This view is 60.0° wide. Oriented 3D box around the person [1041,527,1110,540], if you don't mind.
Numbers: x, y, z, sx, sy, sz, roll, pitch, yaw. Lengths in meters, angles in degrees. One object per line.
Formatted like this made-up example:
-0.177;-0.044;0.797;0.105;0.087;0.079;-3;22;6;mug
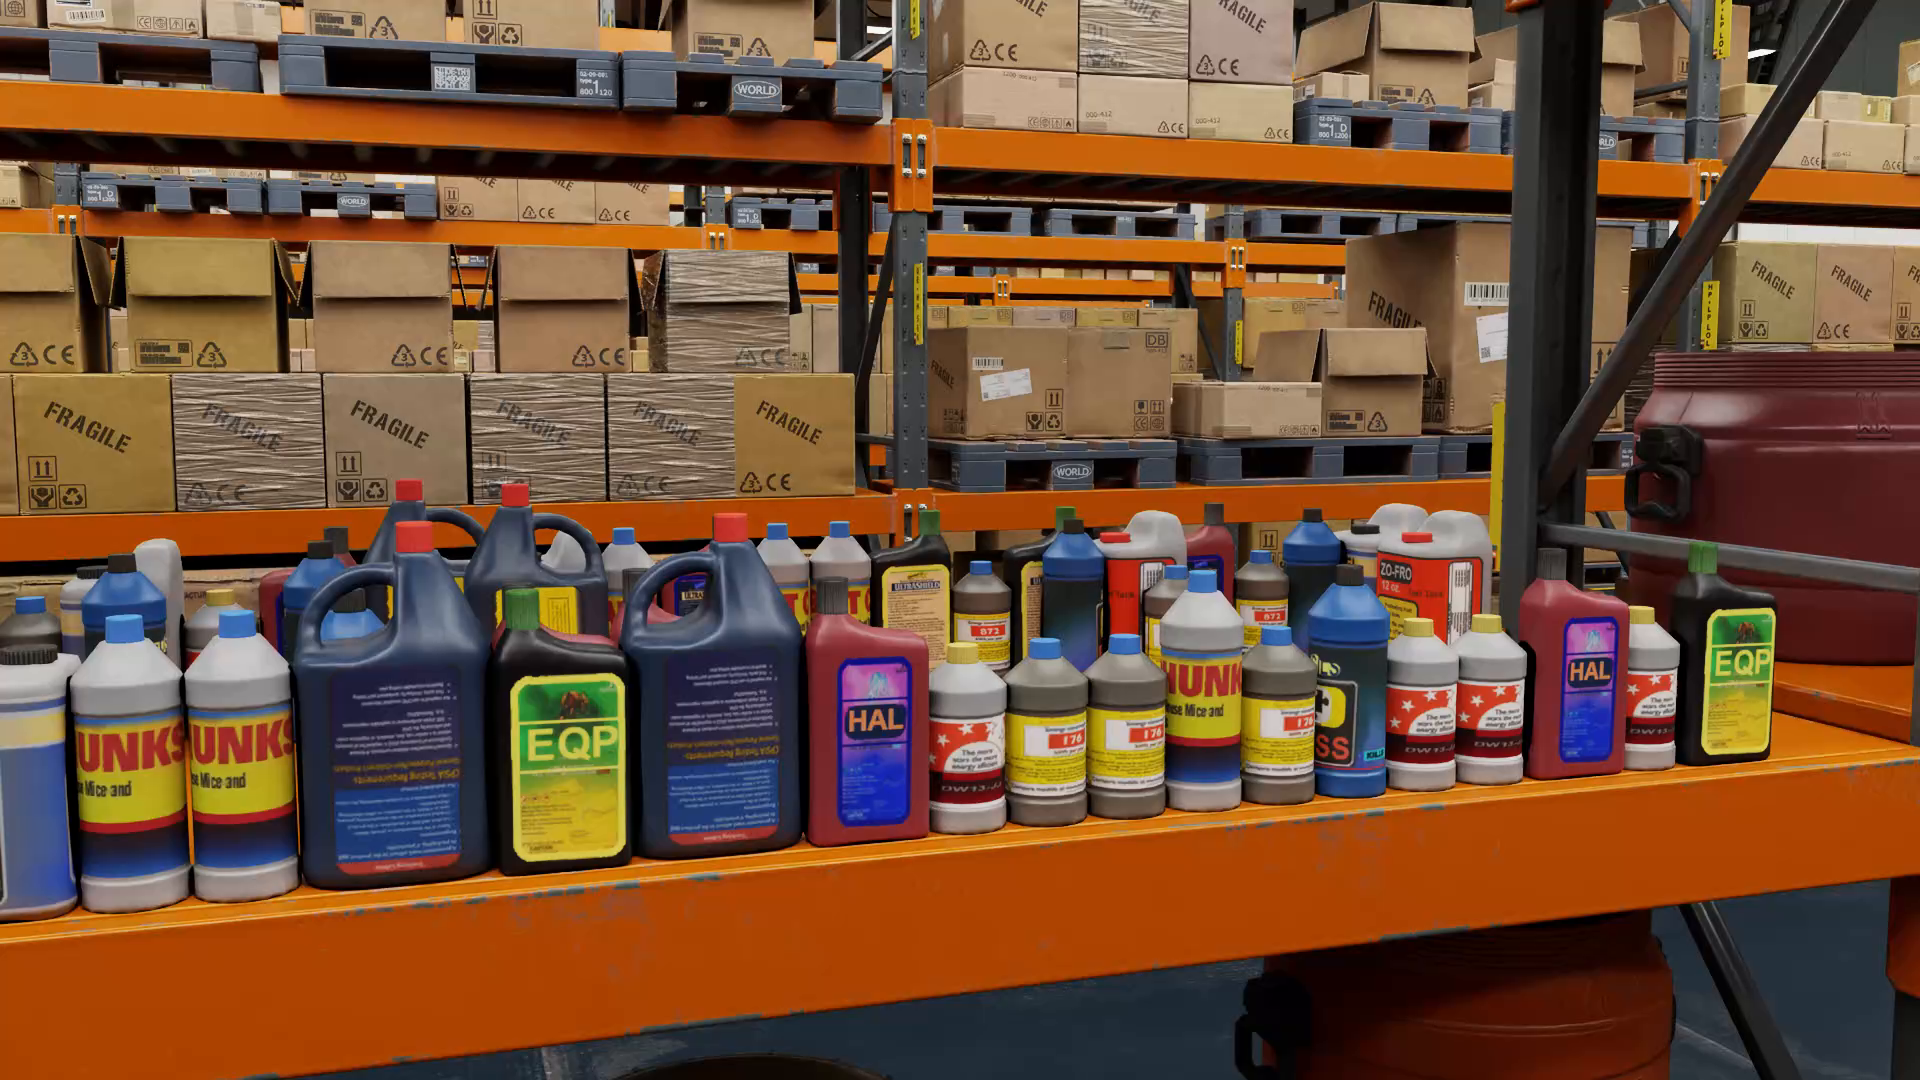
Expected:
0.683;-0.020;9.644;0.420;1.719;0.577;-2;6;-21;person
